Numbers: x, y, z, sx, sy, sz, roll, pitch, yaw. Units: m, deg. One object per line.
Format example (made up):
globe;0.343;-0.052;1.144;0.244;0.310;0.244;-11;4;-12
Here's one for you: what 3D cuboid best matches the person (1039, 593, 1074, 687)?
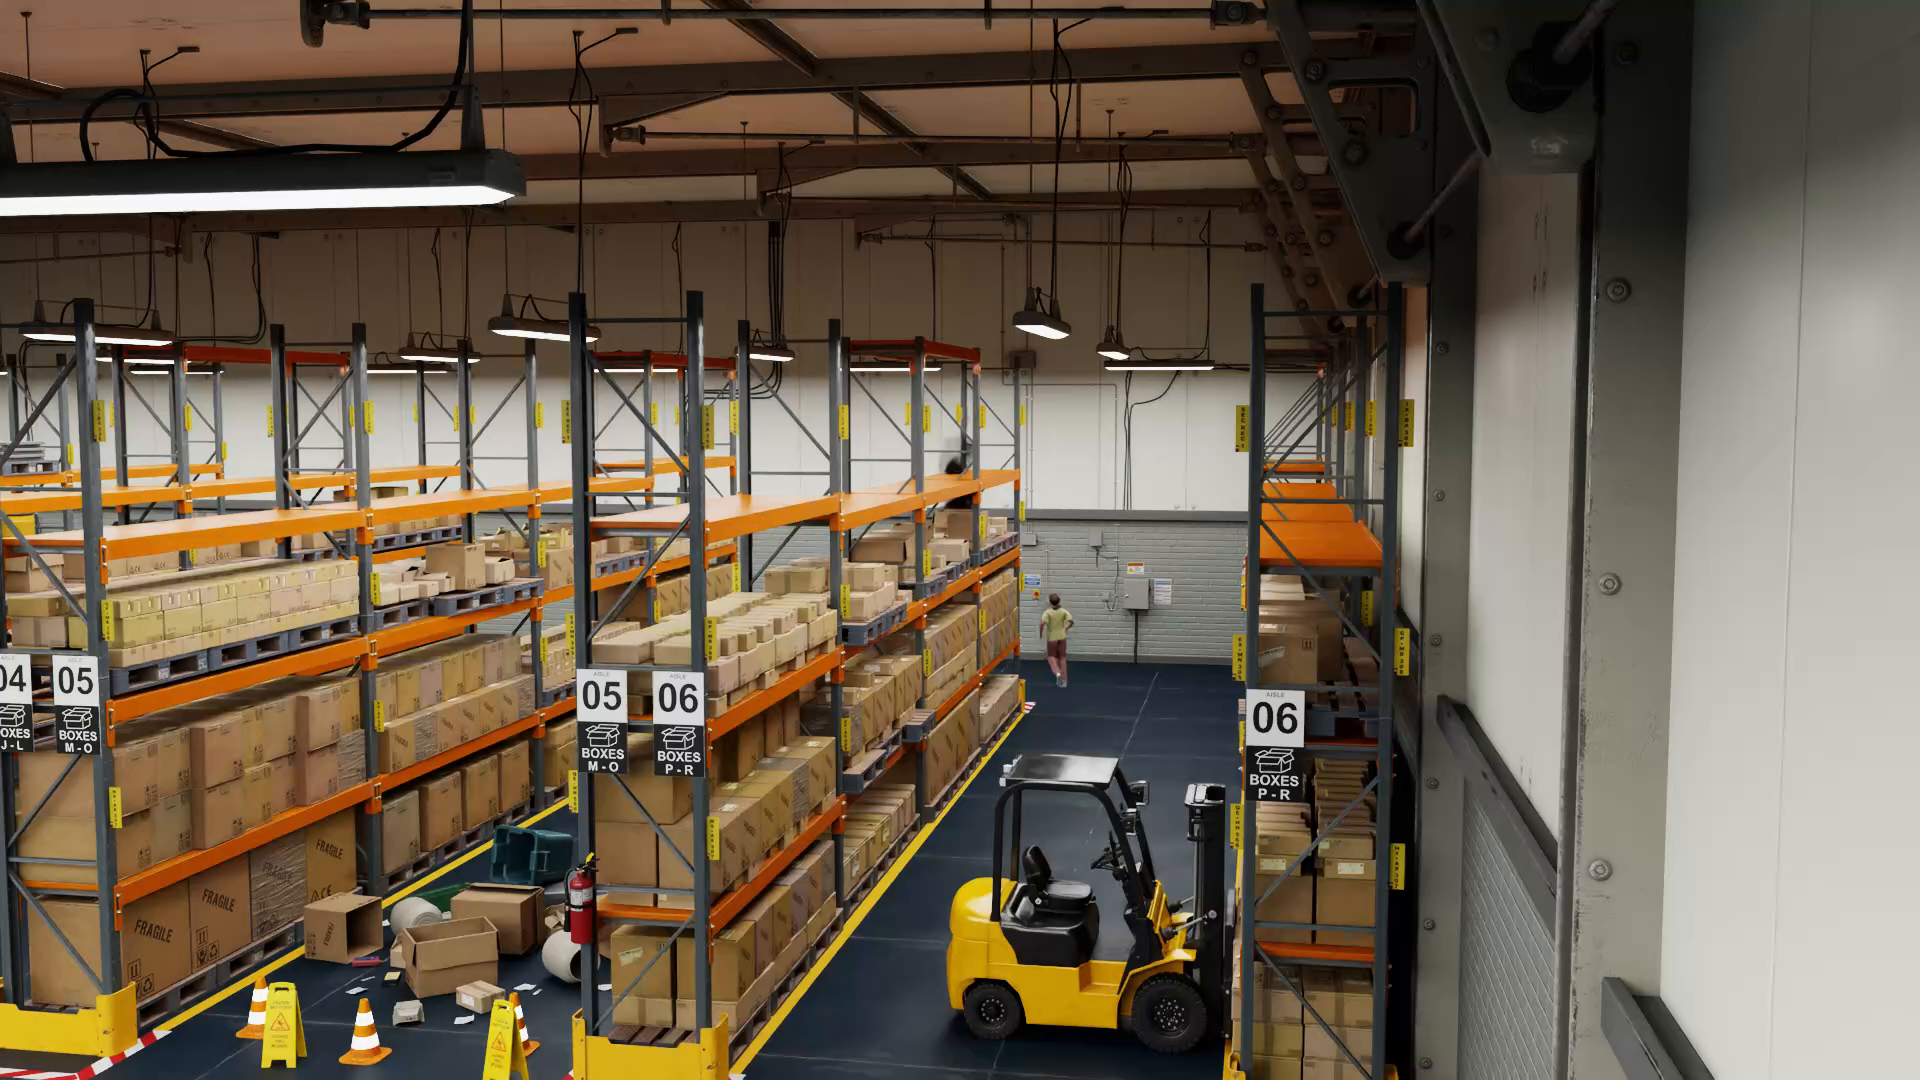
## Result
person;1.638;1.738;28.931;0.650;1.645;0.478;-1;5;-14
